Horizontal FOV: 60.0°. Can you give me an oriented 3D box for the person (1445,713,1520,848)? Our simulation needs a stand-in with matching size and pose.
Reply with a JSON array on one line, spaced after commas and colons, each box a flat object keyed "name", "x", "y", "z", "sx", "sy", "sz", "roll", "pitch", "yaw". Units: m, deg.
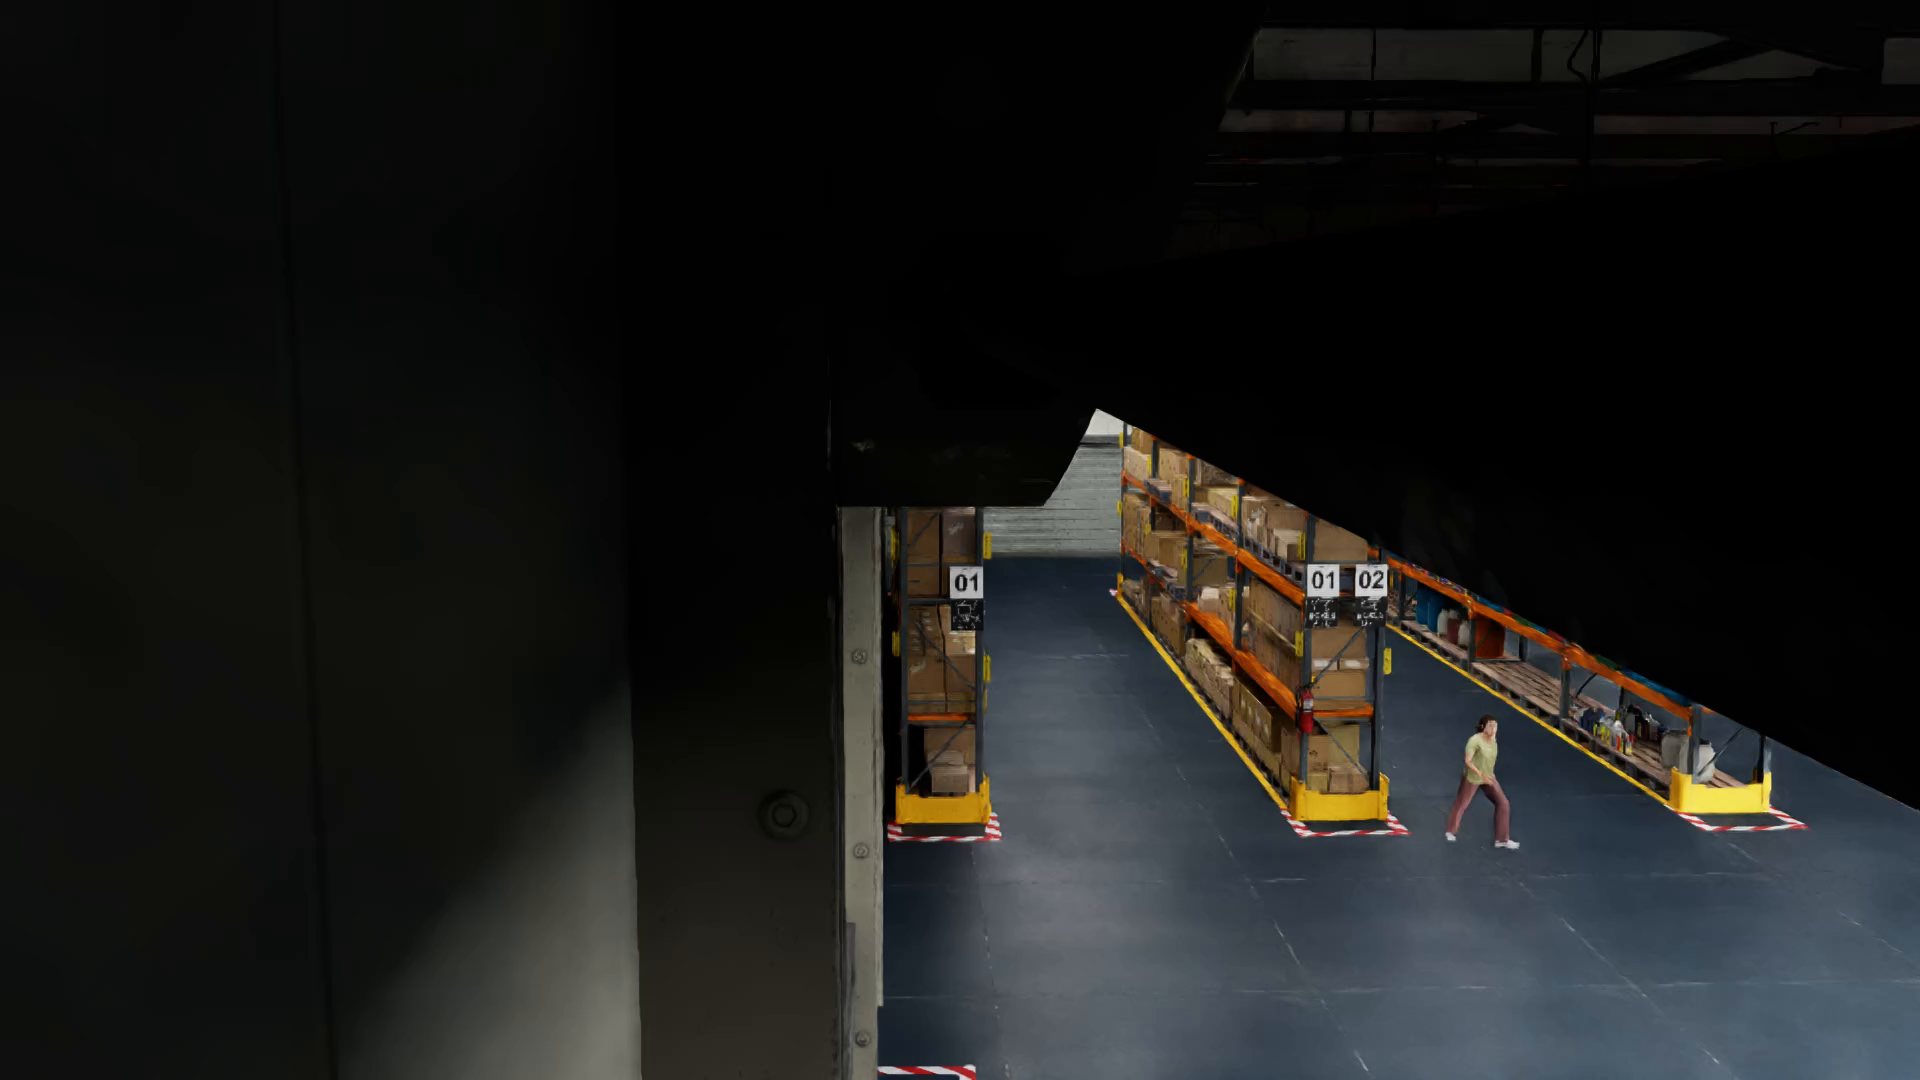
[{"name": "person", "x": 6.112, "y": 2.794, "z": 19.540, "sx": 0.615, "sy": 1.603, "sz": 0.811, "roll": -3, "pitch": 9, "yaw": -21}]
